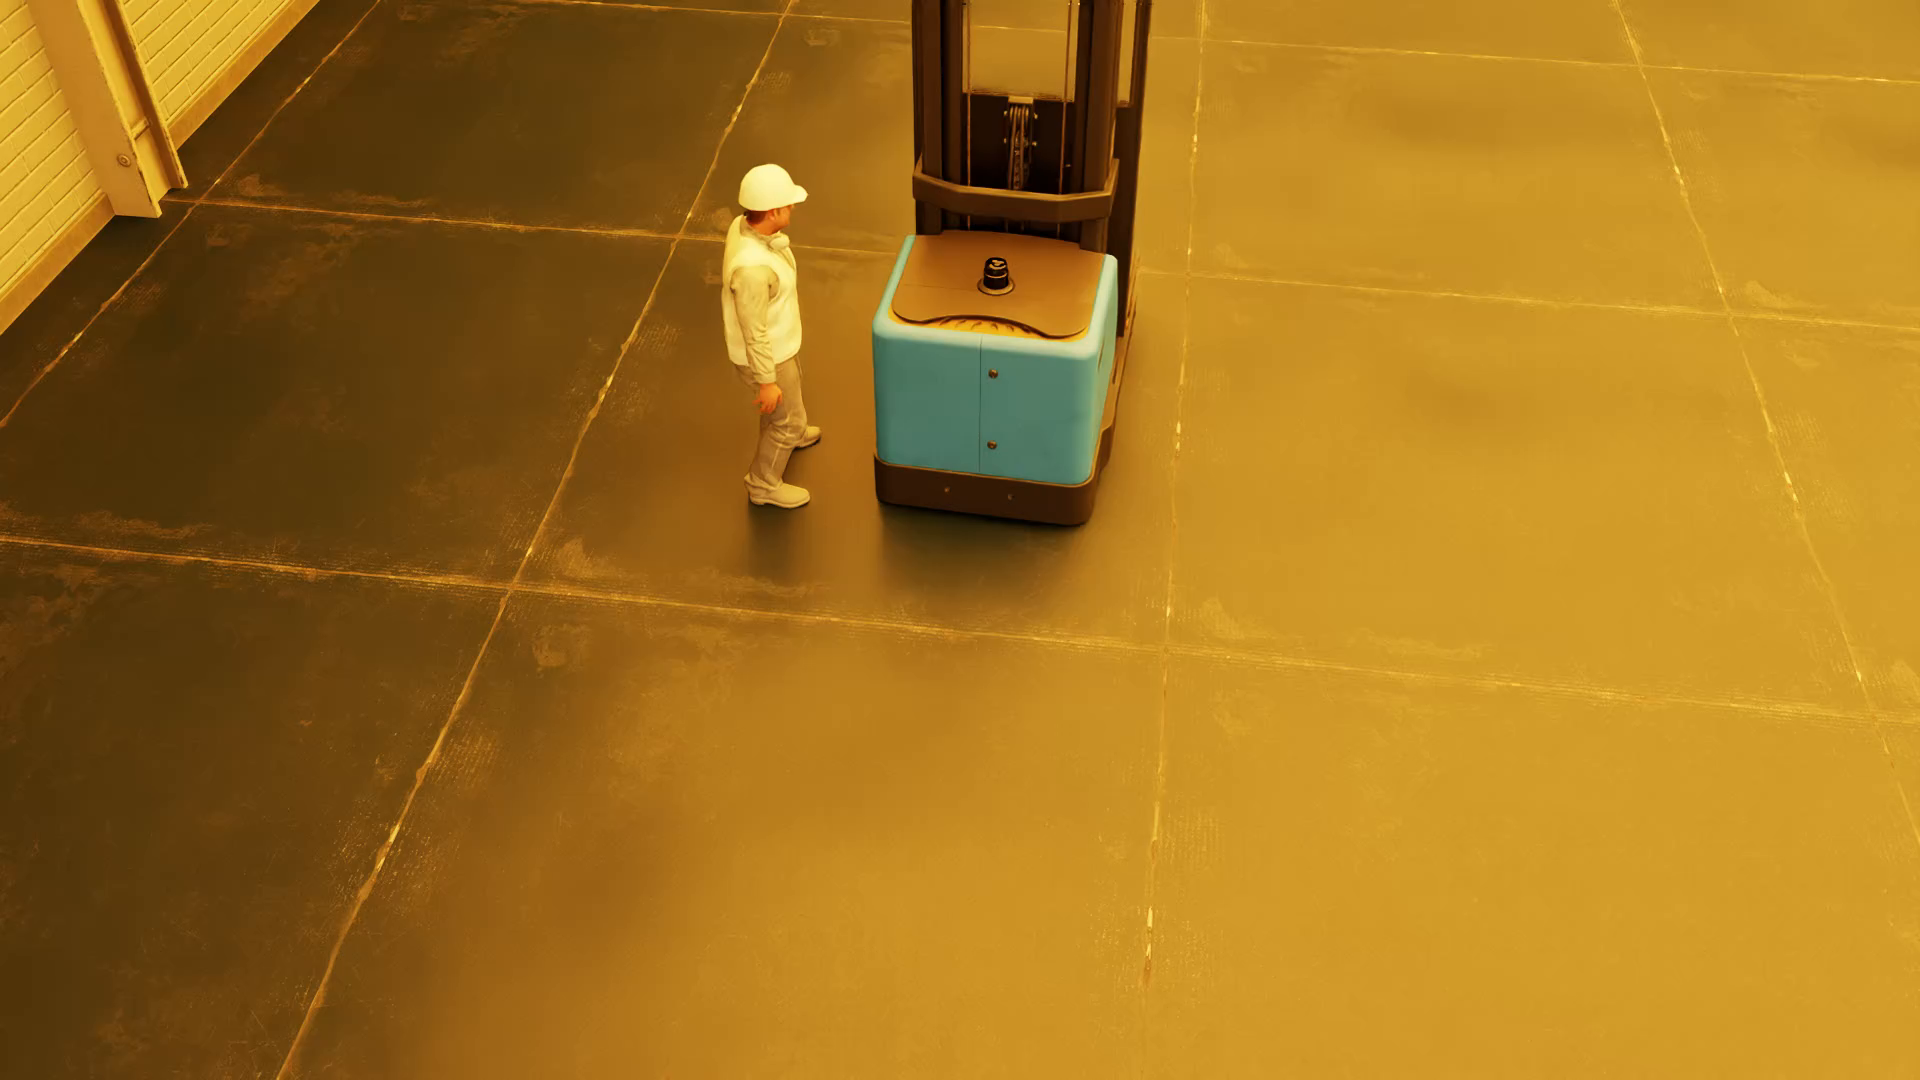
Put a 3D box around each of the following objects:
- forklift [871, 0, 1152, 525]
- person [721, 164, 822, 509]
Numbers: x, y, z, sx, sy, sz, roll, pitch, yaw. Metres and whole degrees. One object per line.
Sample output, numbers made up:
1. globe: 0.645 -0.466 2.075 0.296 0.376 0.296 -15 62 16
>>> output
1. forklift: 0.366 -2.156 8.071 1.130 2.935 3.031 7 43 8
2. person: -0.864 -0.930 7.611 0.420 1.749 0.751 -6 43 -6
